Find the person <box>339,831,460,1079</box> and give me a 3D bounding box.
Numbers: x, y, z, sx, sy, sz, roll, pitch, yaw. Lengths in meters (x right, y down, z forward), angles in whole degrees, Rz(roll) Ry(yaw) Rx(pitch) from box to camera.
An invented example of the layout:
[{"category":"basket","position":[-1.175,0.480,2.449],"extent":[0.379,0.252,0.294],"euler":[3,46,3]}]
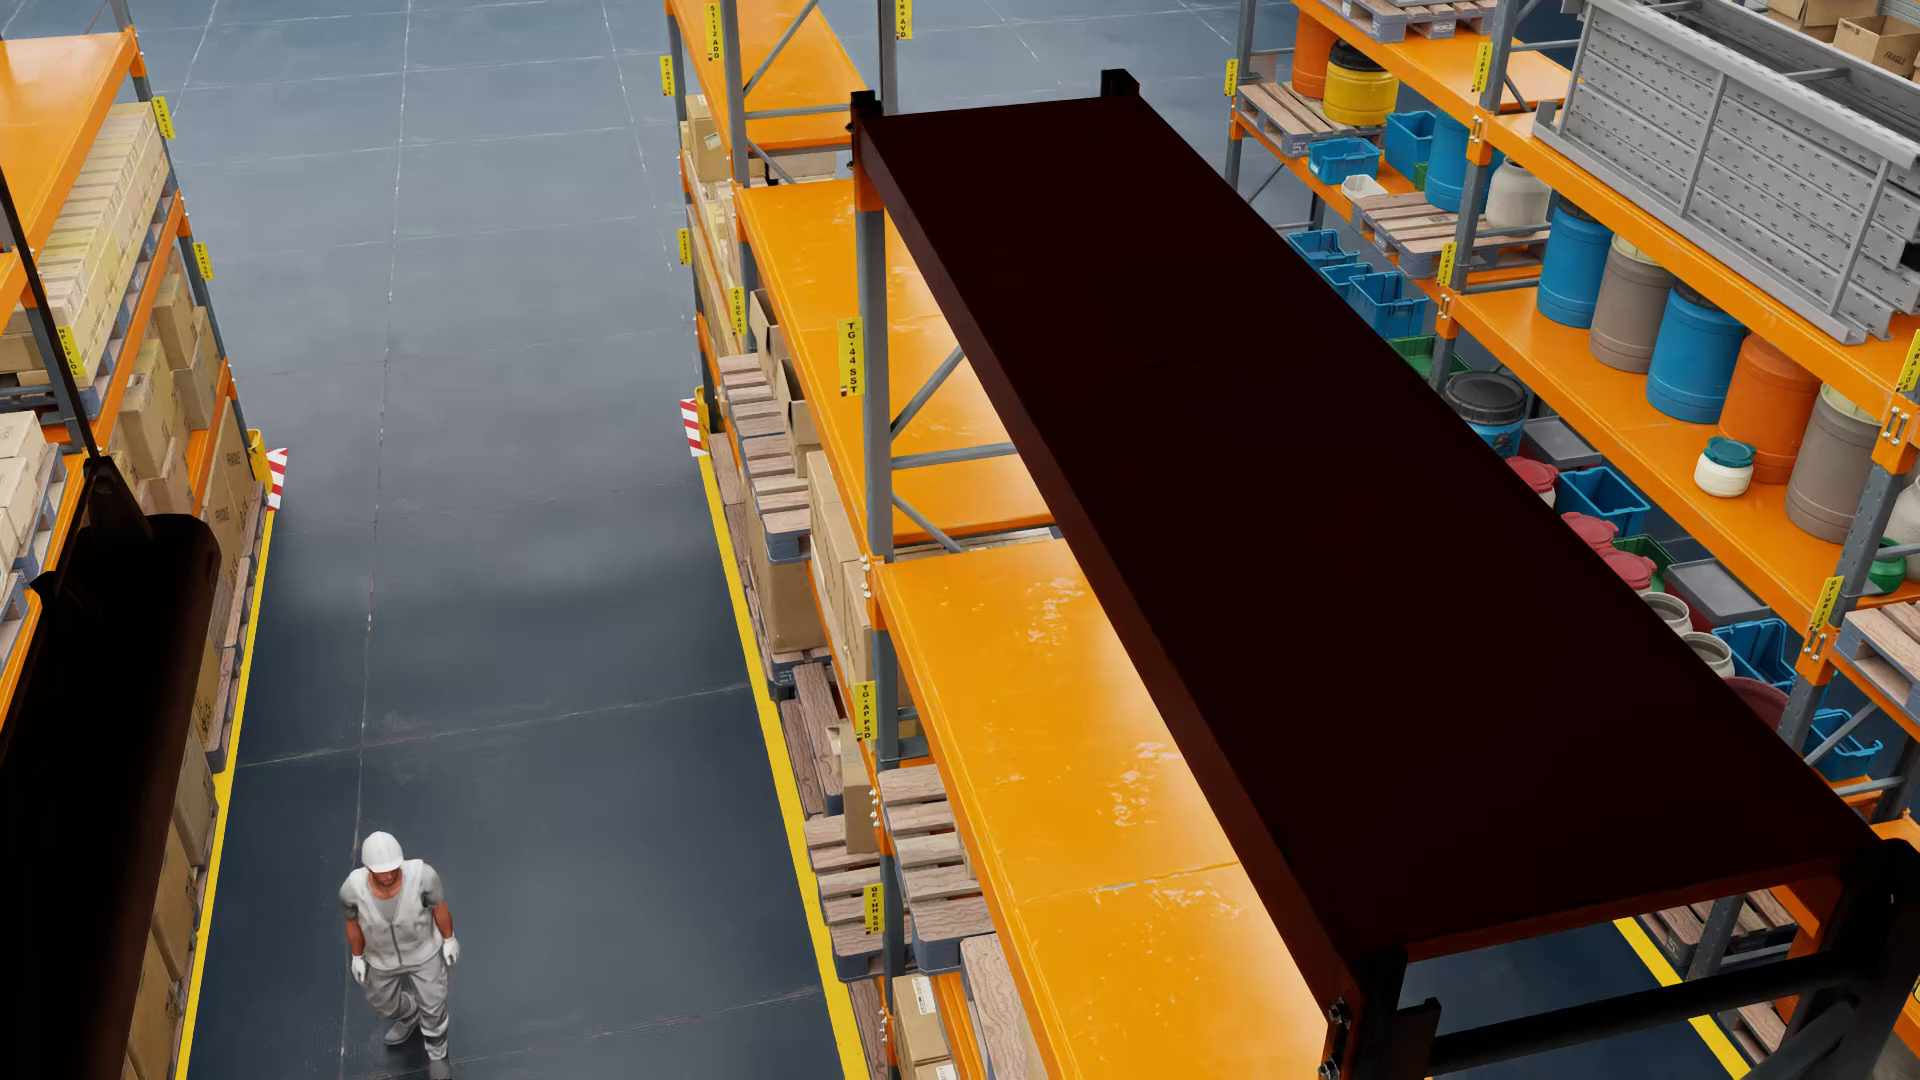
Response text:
[{"category":"person","position":[-3.083,2.265,9.220],"extent":[0.573,1.787,0.553],"euler":[-8,35,-11]}]
